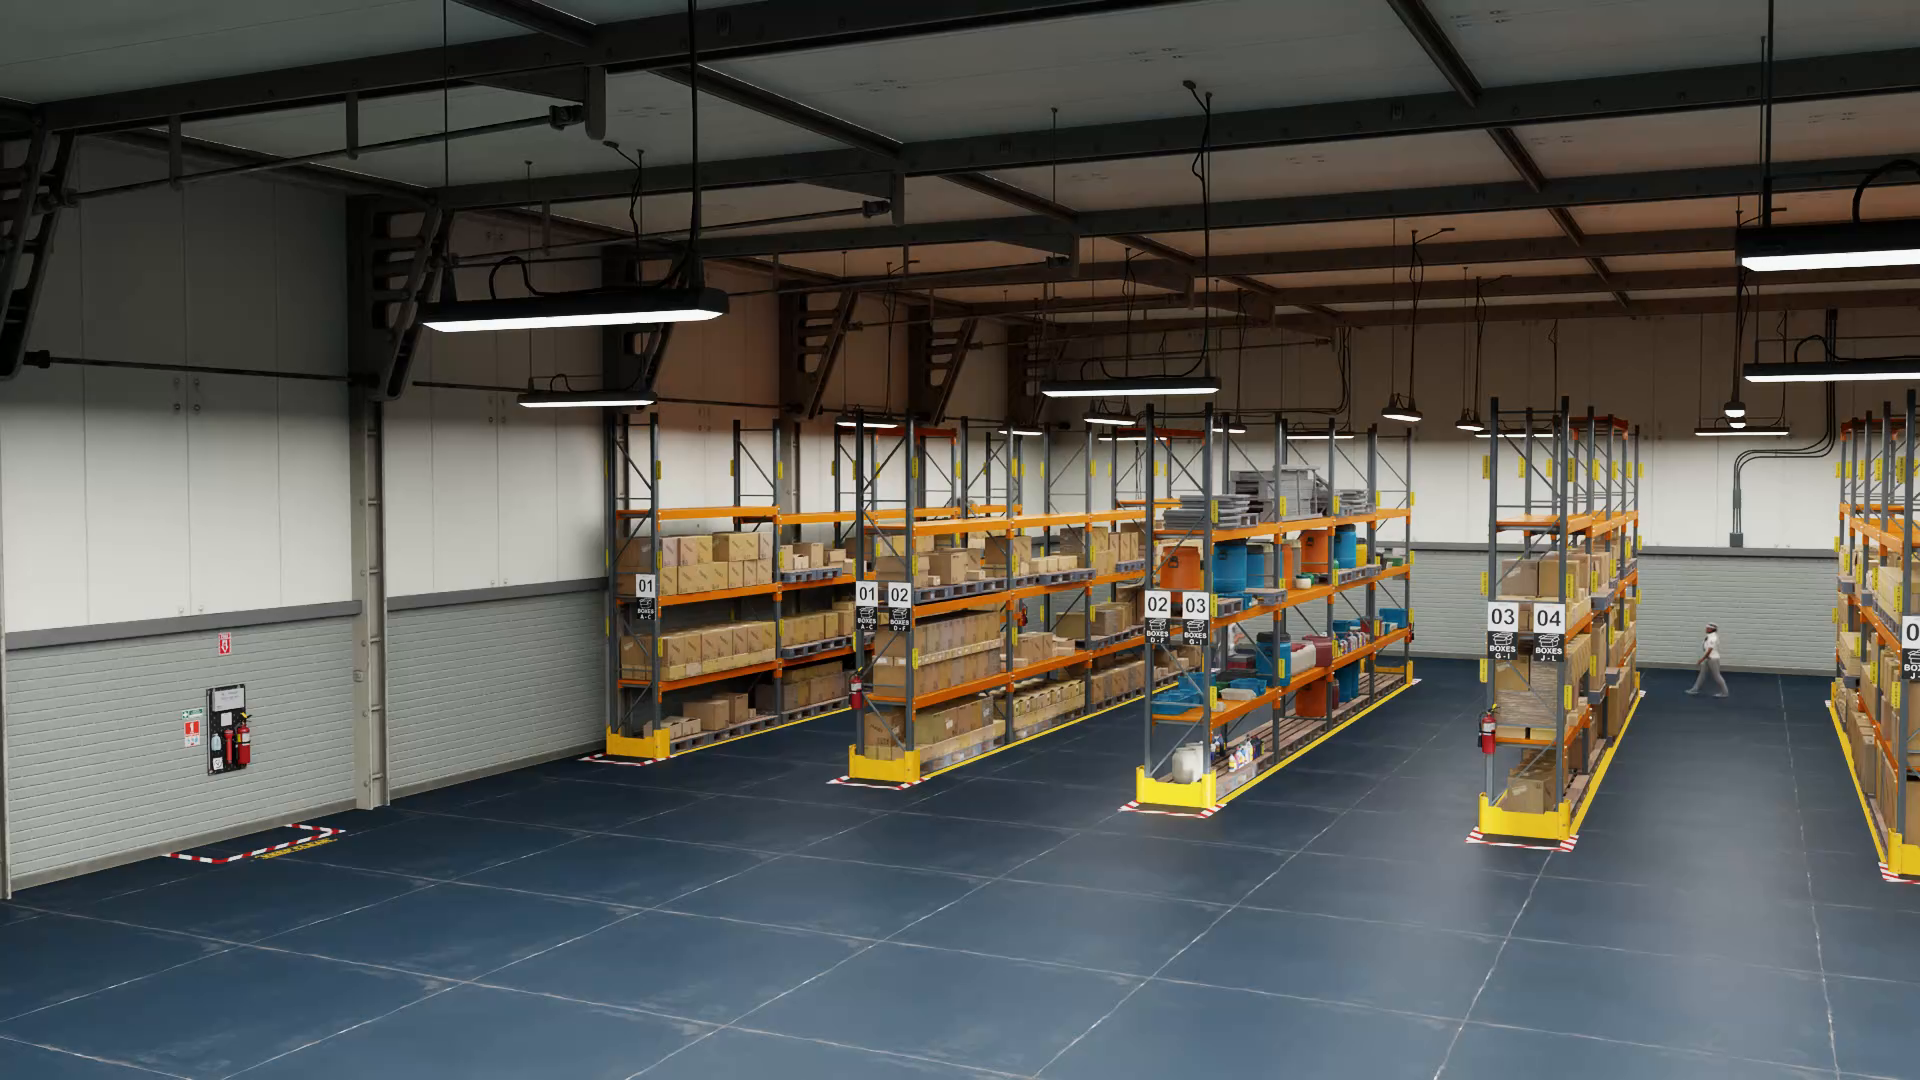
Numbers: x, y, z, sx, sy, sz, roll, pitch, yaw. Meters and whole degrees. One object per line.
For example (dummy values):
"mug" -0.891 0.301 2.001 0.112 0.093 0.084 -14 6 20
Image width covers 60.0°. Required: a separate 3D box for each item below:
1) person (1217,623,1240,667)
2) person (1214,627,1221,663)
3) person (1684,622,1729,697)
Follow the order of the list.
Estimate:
"person" 6.189 2.493 38.524 0.637 1.778 0.644 2 3 36
"person" 6.898 2.369 43.304 0.518 1.659 0.516 1 3 17
"person" 16.440 2.616 36.623 0.943 1.643 0.507 2 3 34
